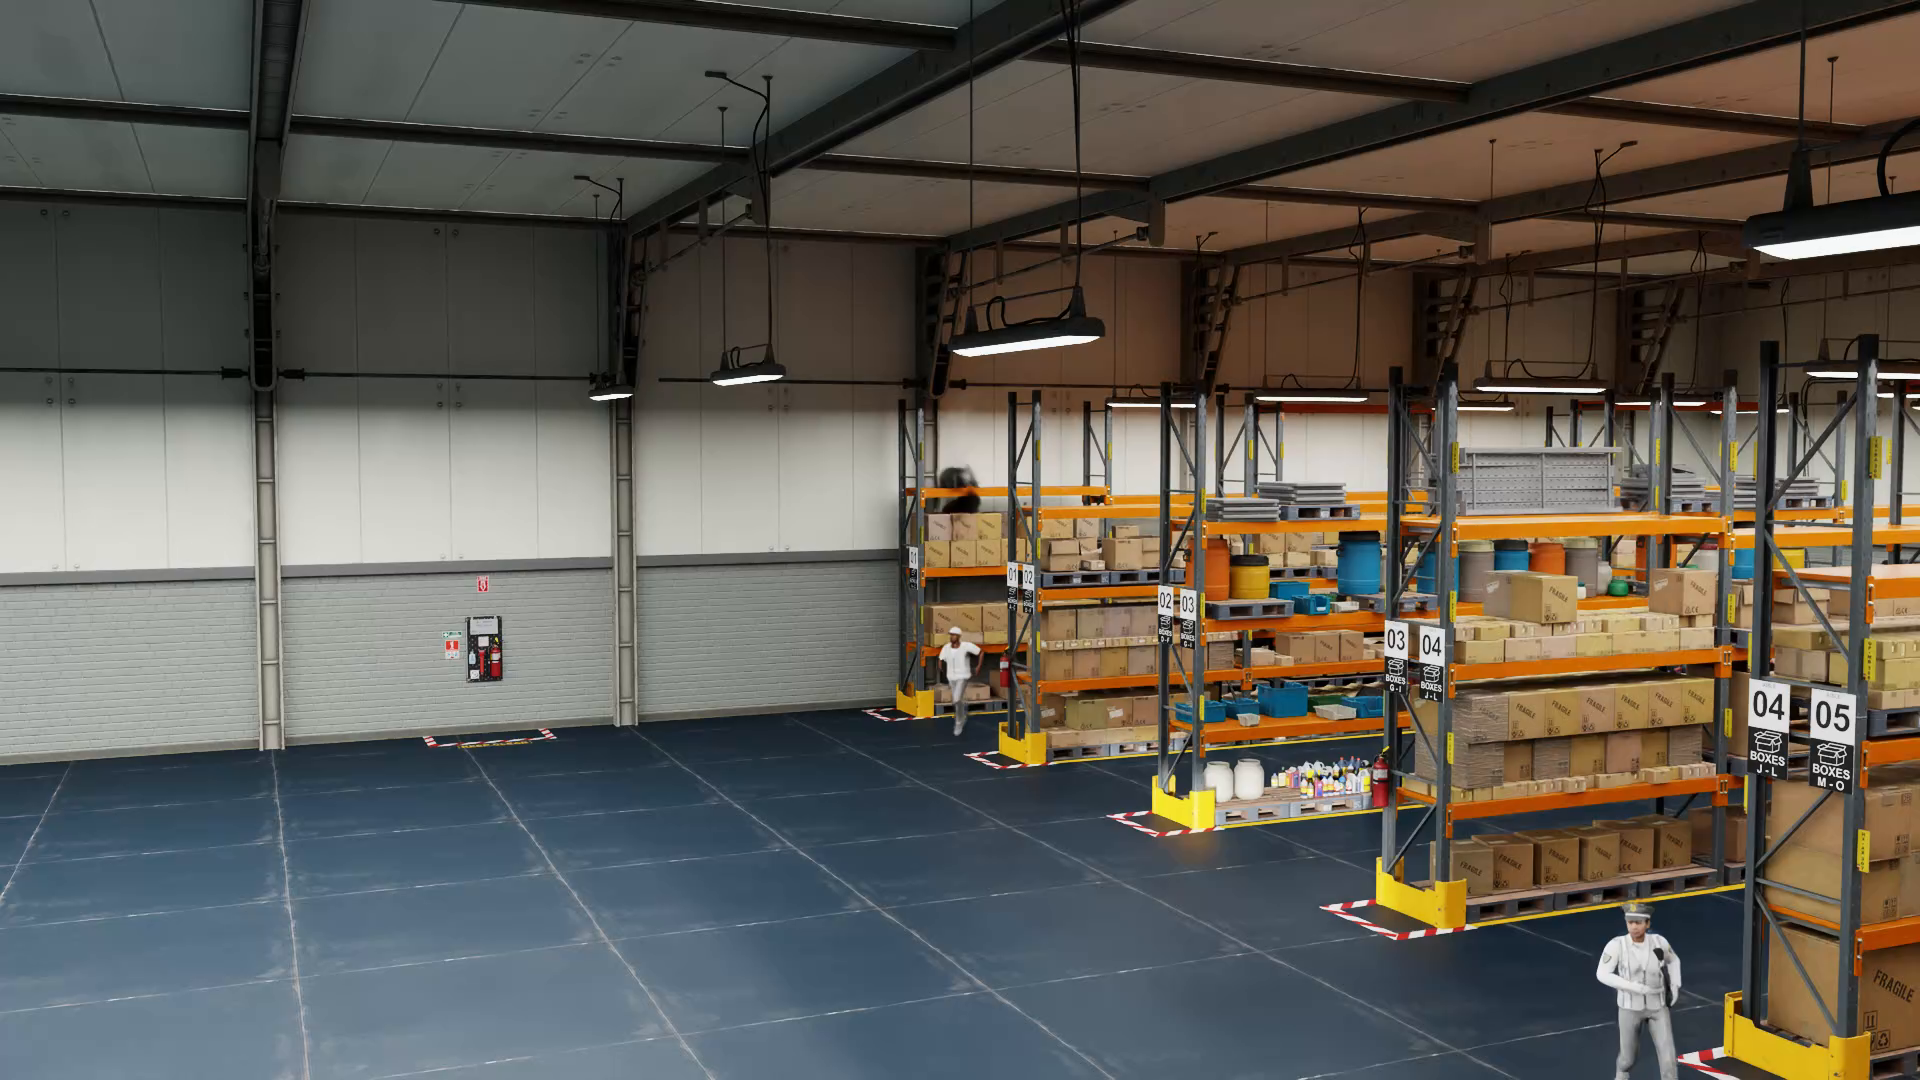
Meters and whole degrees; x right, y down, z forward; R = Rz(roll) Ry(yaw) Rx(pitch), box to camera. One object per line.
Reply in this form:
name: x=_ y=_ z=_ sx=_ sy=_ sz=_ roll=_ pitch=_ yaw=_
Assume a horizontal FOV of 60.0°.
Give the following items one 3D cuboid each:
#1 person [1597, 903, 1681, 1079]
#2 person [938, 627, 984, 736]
person: x=5.203 y=3.598 z=12.721 sx=0.633 sy=1.678 sz=0.859 roll=1 pitch=3 yaw=14
person: x=-0.024 y=2.381 z=28.083 sx=0.708 sy=1.837 sz=0.847 roll=2 pitch=4 yaw=31
